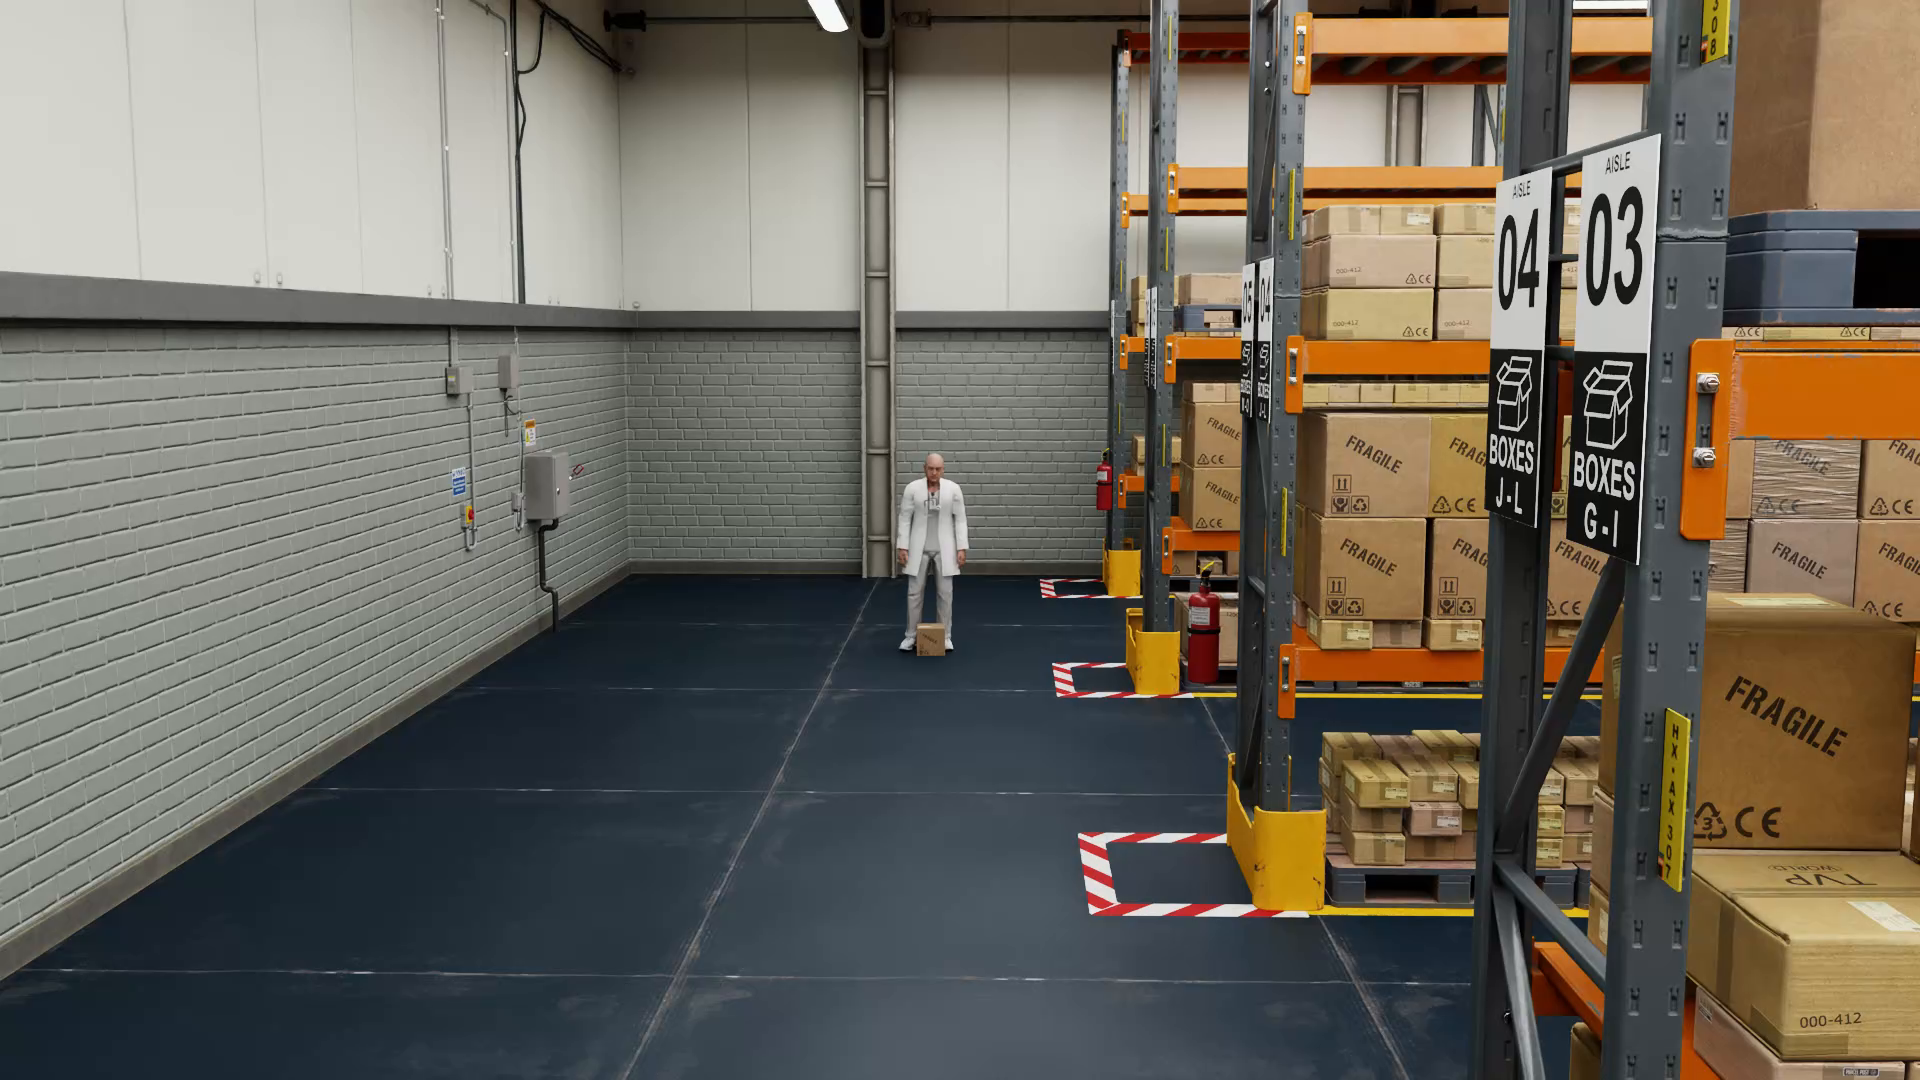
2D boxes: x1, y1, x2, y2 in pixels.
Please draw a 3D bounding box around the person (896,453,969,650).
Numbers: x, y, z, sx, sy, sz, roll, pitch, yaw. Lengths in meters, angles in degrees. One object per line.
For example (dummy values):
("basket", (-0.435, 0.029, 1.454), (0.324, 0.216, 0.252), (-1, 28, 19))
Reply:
("person", (-0.249, 0.101, 15.006), (0.656, 1.774, 0.416), (0, 7, -1))
